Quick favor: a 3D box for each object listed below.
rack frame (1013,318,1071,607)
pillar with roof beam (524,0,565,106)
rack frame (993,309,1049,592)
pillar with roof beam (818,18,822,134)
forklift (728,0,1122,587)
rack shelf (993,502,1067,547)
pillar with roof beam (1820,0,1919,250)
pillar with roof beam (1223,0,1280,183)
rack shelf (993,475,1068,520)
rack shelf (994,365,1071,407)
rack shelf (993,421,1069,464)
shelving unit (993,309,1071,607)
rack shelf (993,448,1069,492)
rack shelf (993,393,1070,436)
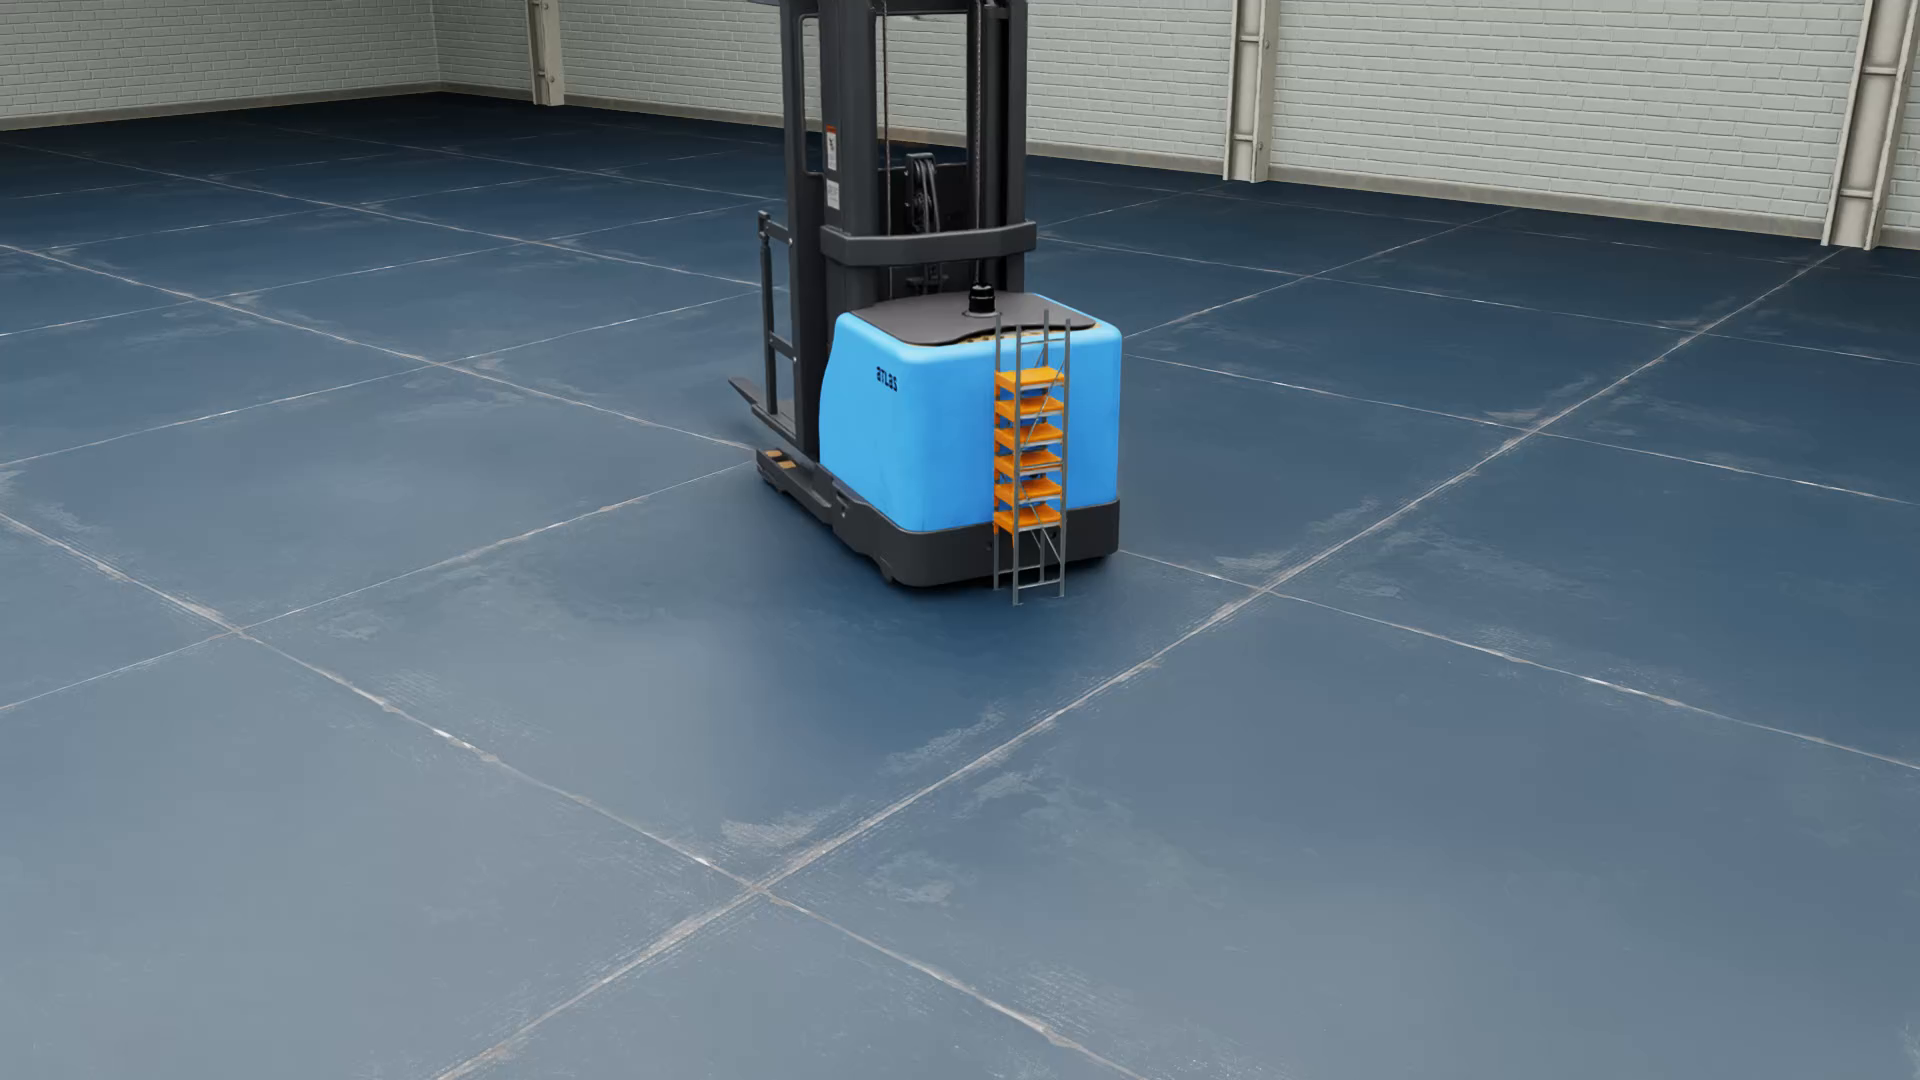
[{"bbox_3d":[0.330,-0.302,6.767,0.240,1.200,0.006,-9,23,-23],"label":"rack frame"},{"bbox_3d":[-8.922,-9.618,20.421,0.400,9.000,9.100,16,26,36],"label":"pillar with roof beam"},{"bbox_3d":[0.252,-0.360,6.923,0.240,1.200,0.006,-9,23,-23],"label":"rack frame"},{"bbox_3d":[-4.273,-8.280,16.871,0.400,9.000,9.100,16,26,36],"label":"pillar with roof beam"},{"bbox_3d":[-0.379,-1.658,7.912,1.130,2.935,3.031,-9,23,-23],"label":"forklift"},{"bbox_3d":[0.291,-0.065,6.945,0.258,0.103,0.180,-9,23,-23],"label":"rack shelf"},{"bbox_3d":[5.024,-5.603,9.772,0.400,9.000,9.100,16,26,36],"label":"pillar with roof beam"},{"bbox_3d":[0.375,-6.941,13.321,0.400,9.000,9.100,16,26,36],"label":"pillar with roof beam"},{"bbox_3d":[0.291,-0.177,6.903,0.258,0.103,0.180,-9,23,-23],"label":"rack shelf"},{"bbox_3d":[0.291,-0.626,6.734,0.258,0.103,0.180,-9,23,-23],"label":"rack shelf"},{"bbox_3d":[0.291,-0.402,6.818,0.258,0.103,0.180,-9,23,-23],"label":"rack shelf"},{"bbox_3d":[0.291,-0.331,6.845,0.258,1.200,0.189,-9,23,-23],"label":"shelving unit"},{"bbox_3d":[0.291,-0.289,6.861,0.258,0.103,0.180,-9,23,-23],"label":"rack shelf"},{"bbox_3d":[0.291,-0.514,6.776,0.258,0.103,0.180,-9,23,-23],"label":"rack shelf"}]
